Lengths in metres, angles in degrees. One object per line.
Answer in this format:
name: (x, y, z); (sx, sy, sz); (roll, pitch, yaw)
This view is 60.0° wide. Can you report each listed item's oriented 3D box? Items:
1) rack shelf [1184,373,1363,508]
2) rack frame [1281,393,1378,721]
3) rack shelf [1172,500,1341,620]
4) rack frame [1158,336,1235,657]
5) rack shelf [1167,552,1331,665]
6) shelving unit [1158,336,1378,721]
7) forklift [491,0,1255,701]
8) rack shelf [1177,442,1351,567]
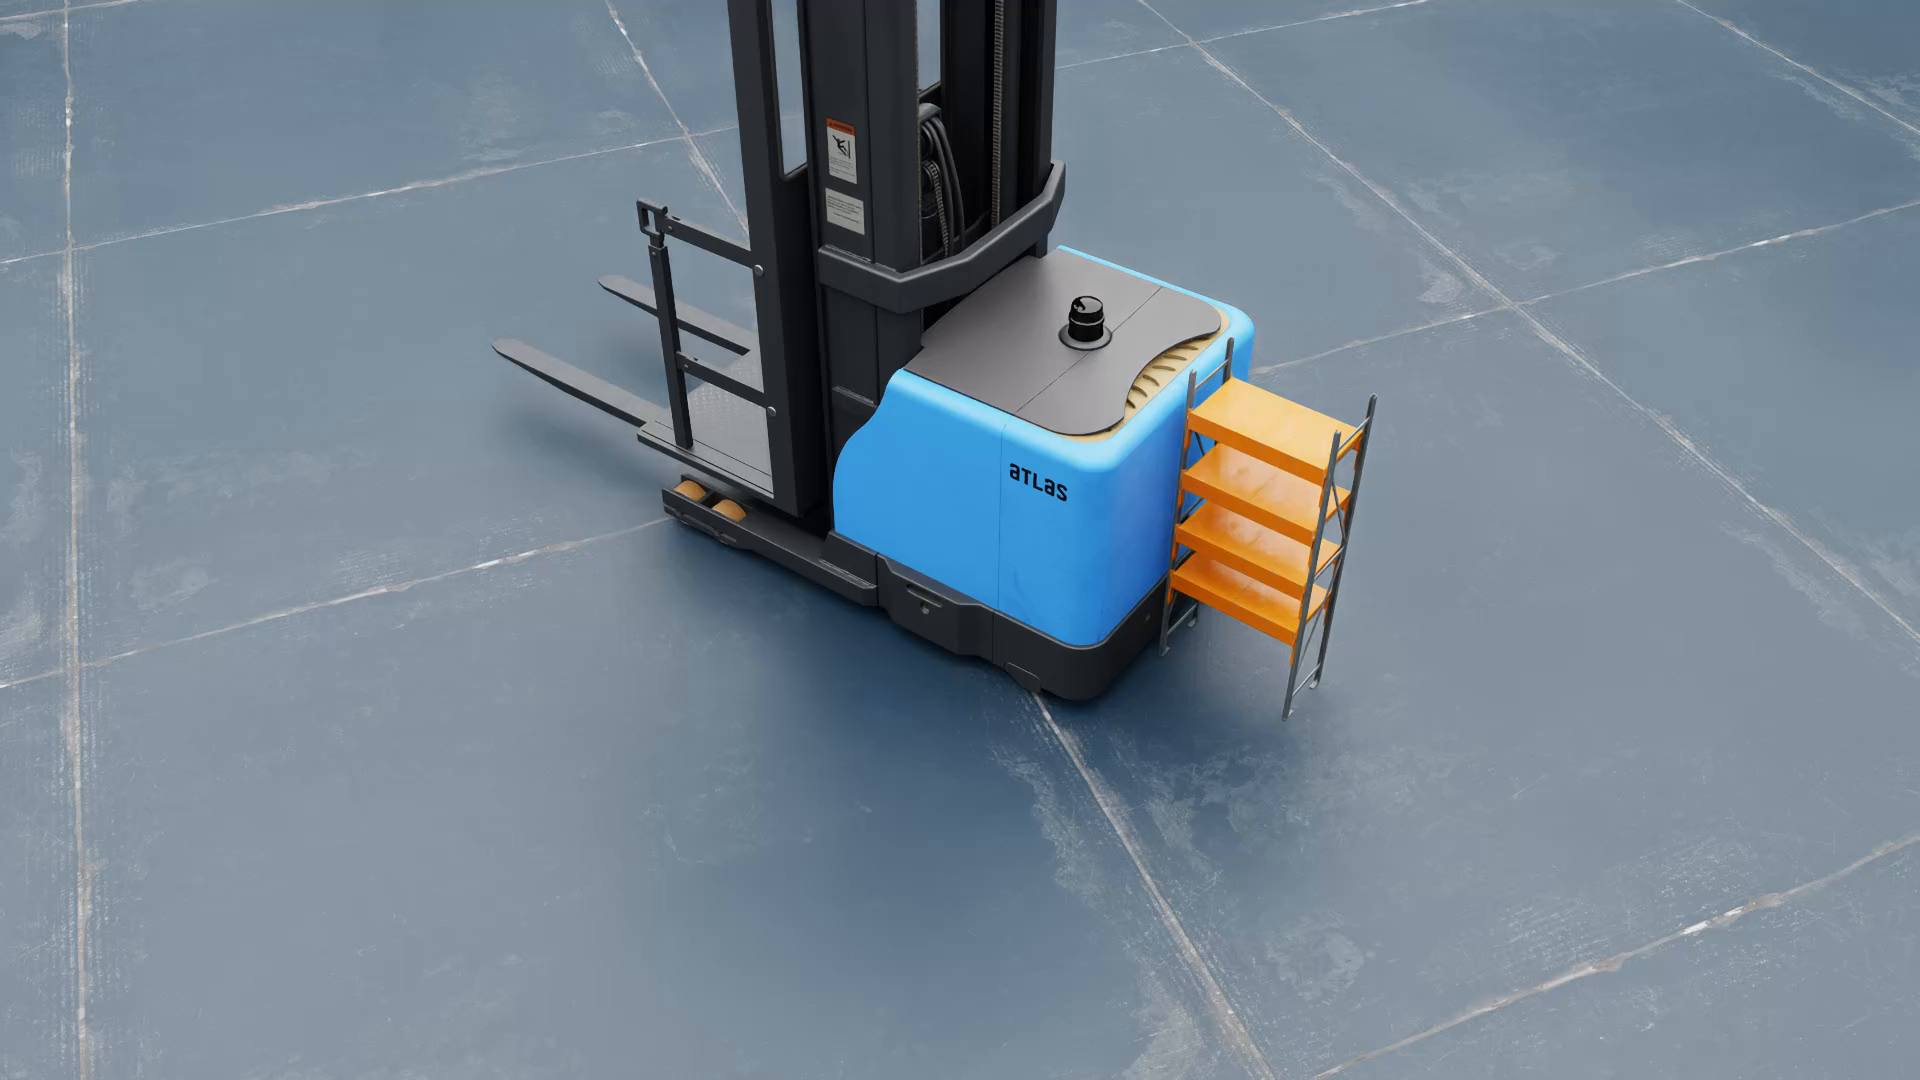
rack shelf: (0.961, -0.311, 5.088); (0.480, 0.148, 0.258); (27, 48, 28)
rack frame: (1.153, 0.086, 5.230); (0.015, 1.200, 0.240); (27, 48, 28)
rack shelf: (0.961, 0.038, 5.388); (0.480, 0.148, 0.258); (27, 48, 28)
rack frame: (0.769, -0.111, 5.459); (0.015, 1.200, 0.240); (27, 48, 28)
rack shelf: (0.961, 0.189, 5.518); (0.480, 0.148, 0.258); (27, 48, 28)
shelving unit: (0.961, -0.013, 5.345); (0.503, 1.200, 0.258); (27, 48, 28)
forklift: (-0.507, -1.348, 5.570); (3.031, 2.935, 1.130); (25, 47, 26)
rack shelf: (0.961, -0.131, 5.243); (0.480, 0.148, 0.258); (27, 48, 28)
